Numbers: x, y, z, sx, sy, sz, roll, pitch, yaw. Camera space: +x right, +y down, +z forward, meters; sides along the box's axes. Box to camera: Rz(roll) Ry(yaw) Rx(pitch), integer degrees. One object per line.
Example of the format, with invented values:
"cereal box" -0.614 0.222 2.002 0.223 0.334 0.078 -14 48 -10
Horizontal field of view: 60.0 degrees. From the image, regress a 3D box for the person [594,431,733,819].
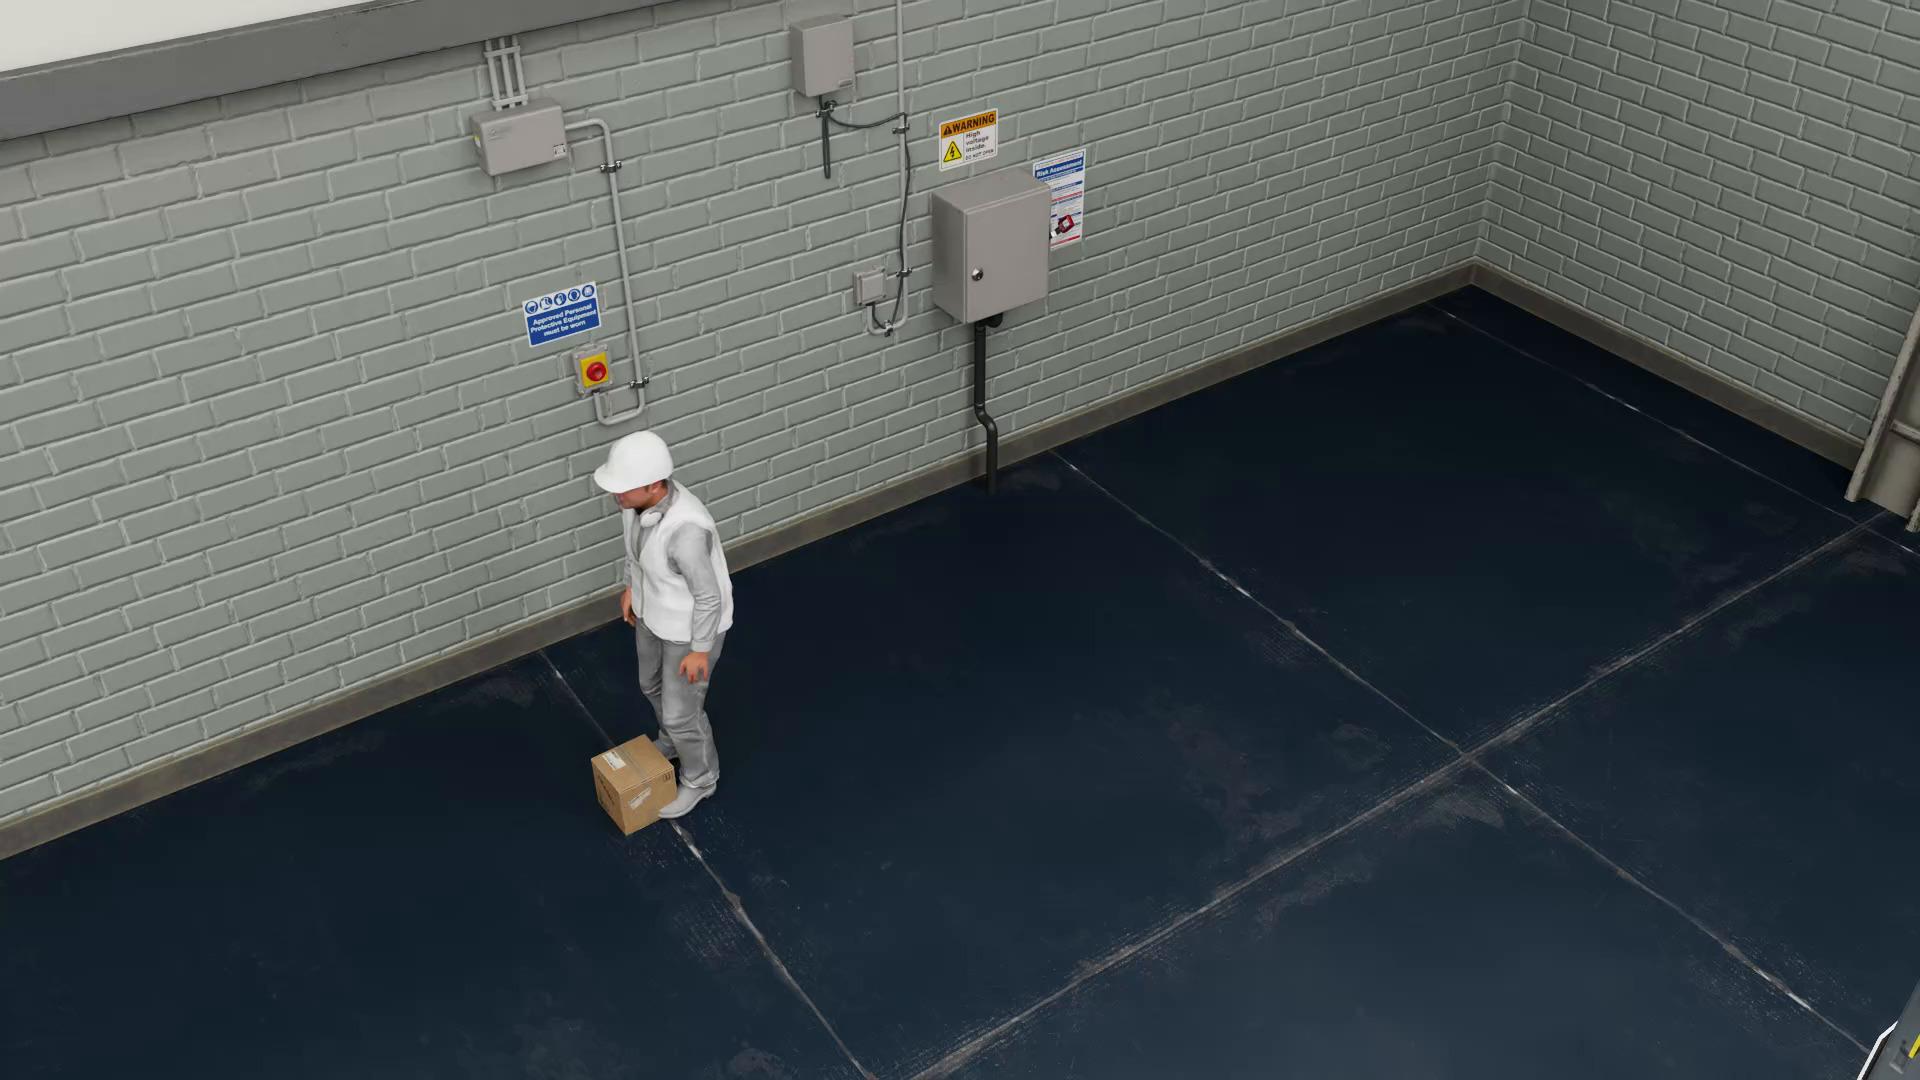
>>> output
"person" -1.136 0.310 6.554 0.464 1.772 0.590 -24 43 -29
